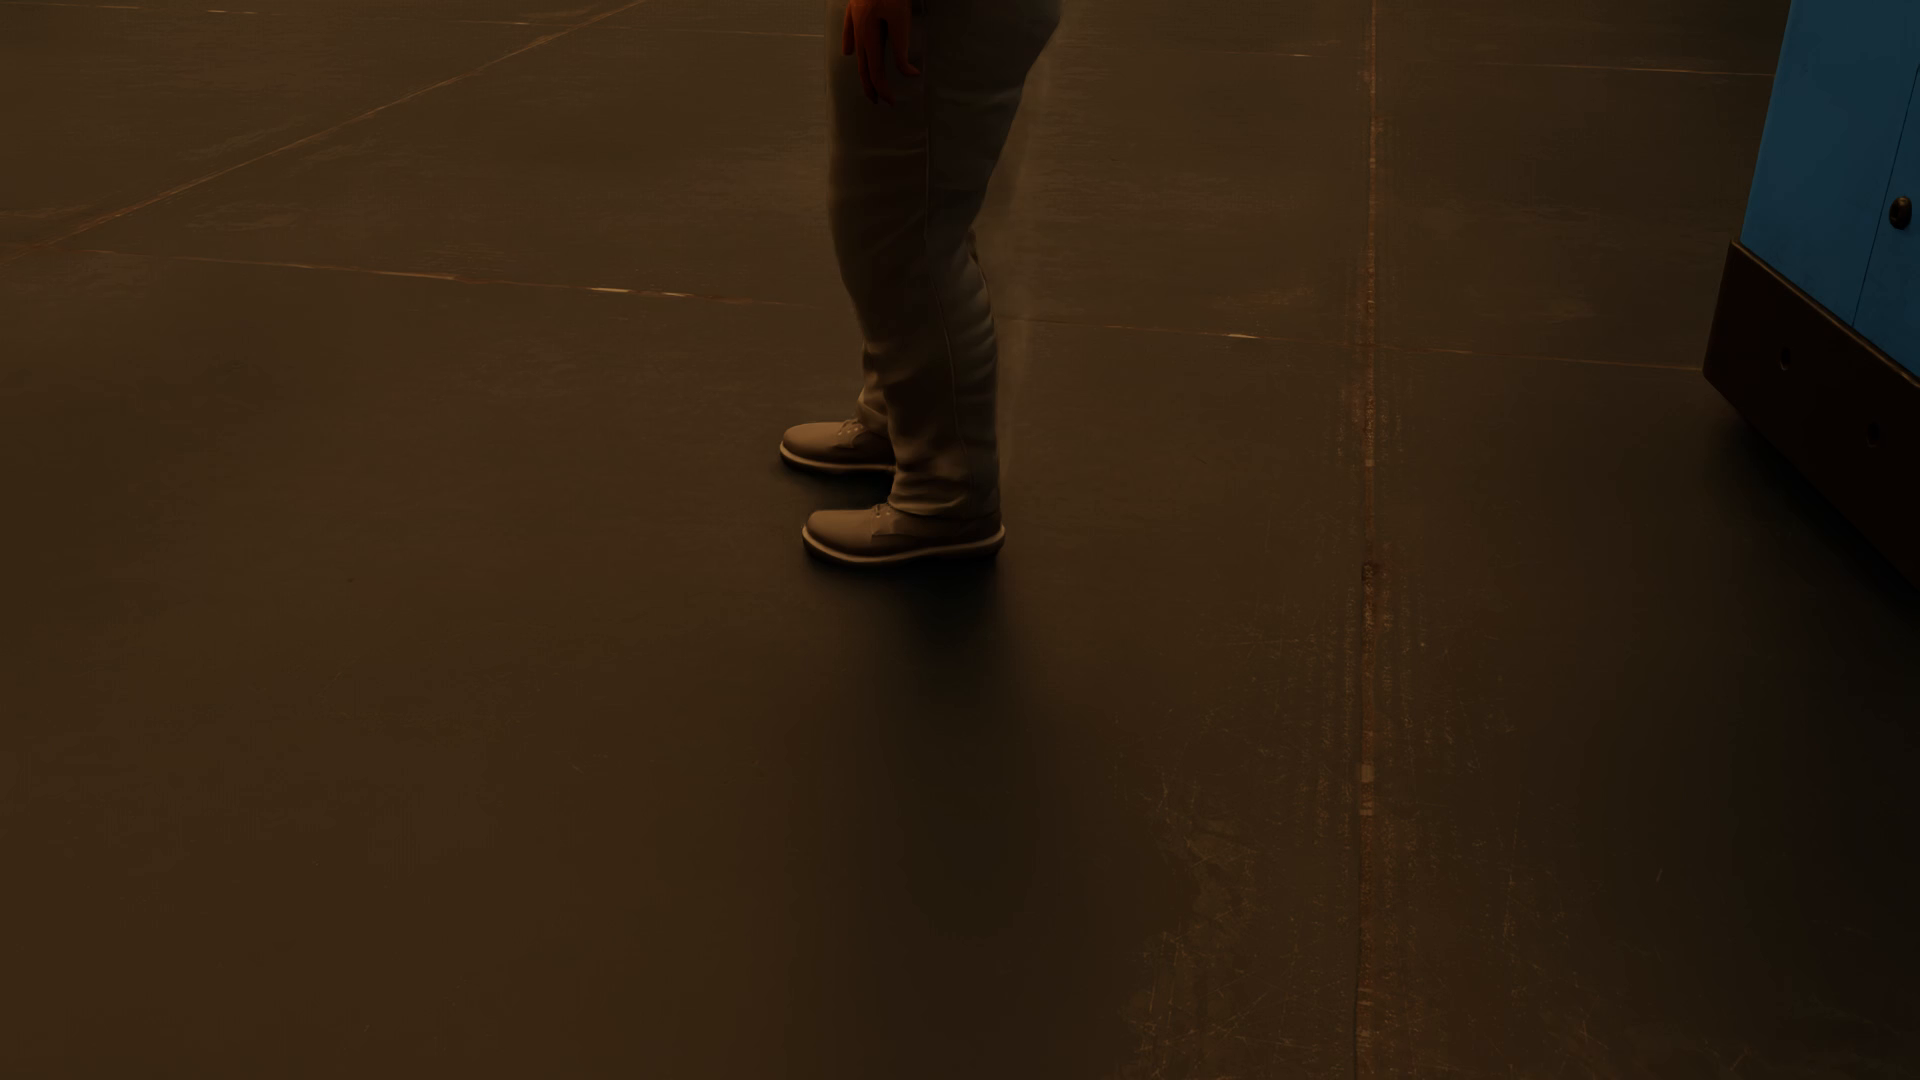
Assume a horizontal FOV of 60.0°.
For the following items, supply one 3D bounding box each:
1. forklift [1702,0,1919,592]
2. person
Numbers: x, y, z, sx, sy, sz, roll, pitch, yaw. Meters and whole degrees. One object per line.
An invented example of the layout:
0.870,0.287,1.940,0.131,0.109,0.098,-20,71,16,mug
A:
2.797,-1.311,1.845,3.031,2.935,1.130,1,27,2,forklift
-0.074,-0.755,2.153,0.486,1.669,0.641,2,27,3,person
